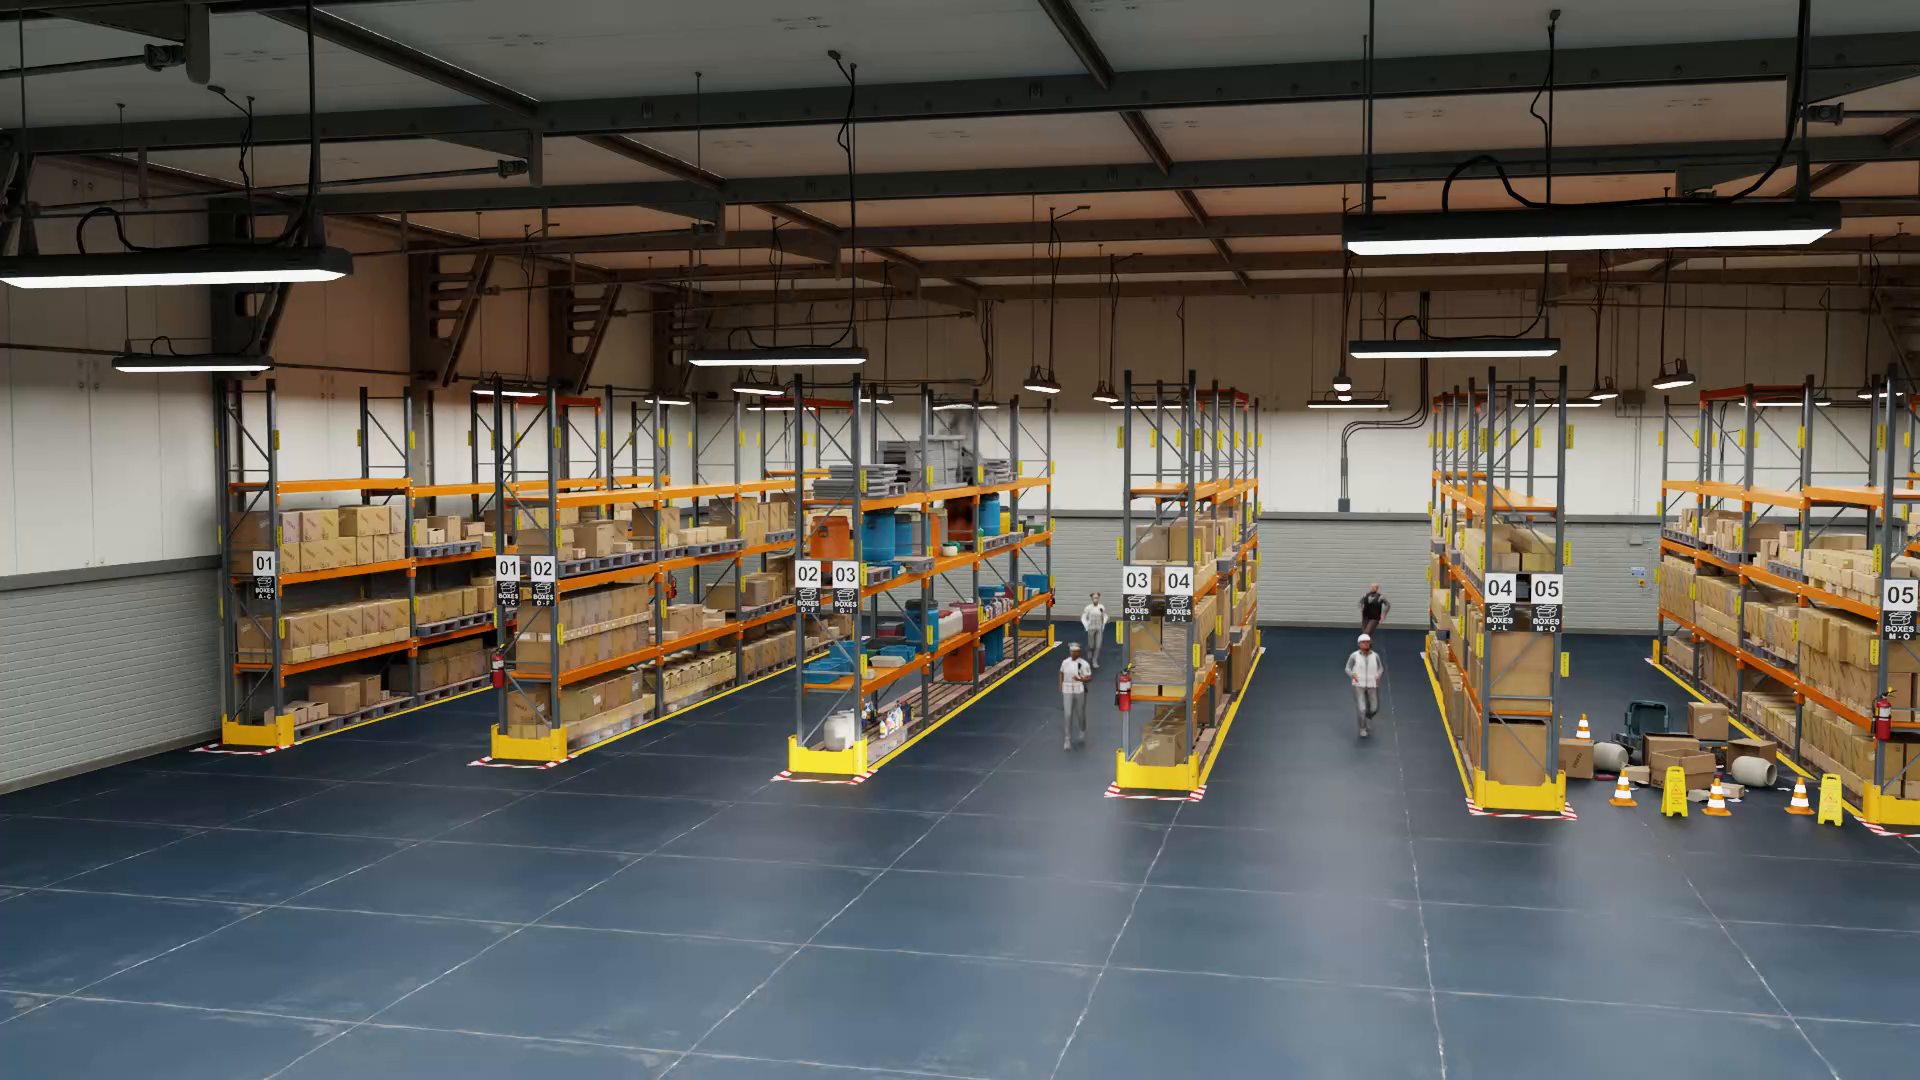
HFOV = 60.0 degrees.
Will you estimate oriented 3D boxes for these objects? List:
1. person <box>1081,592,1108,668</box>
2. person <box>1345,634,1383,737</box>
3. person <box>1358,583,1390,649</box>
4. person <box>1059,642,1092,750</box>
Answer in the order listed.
[{"bbox_3d":[2.994,1.976,36.878,0.602,1.665,0.637,0,3,-3],"label":"person"},{"bbox_3d":[6.839,2.453,28.087,0.656,1.722,0.603,0,3,3],"label":"person"},{"bbox_3d":[9.479,1.853,38.376,0.733,1.739,0.840,3,5,42],"label":"person"},{"bbox_3d":[1.870,2.506,27.121,0.570,1.698,0.929,1,4,12],"label":"person"}]
